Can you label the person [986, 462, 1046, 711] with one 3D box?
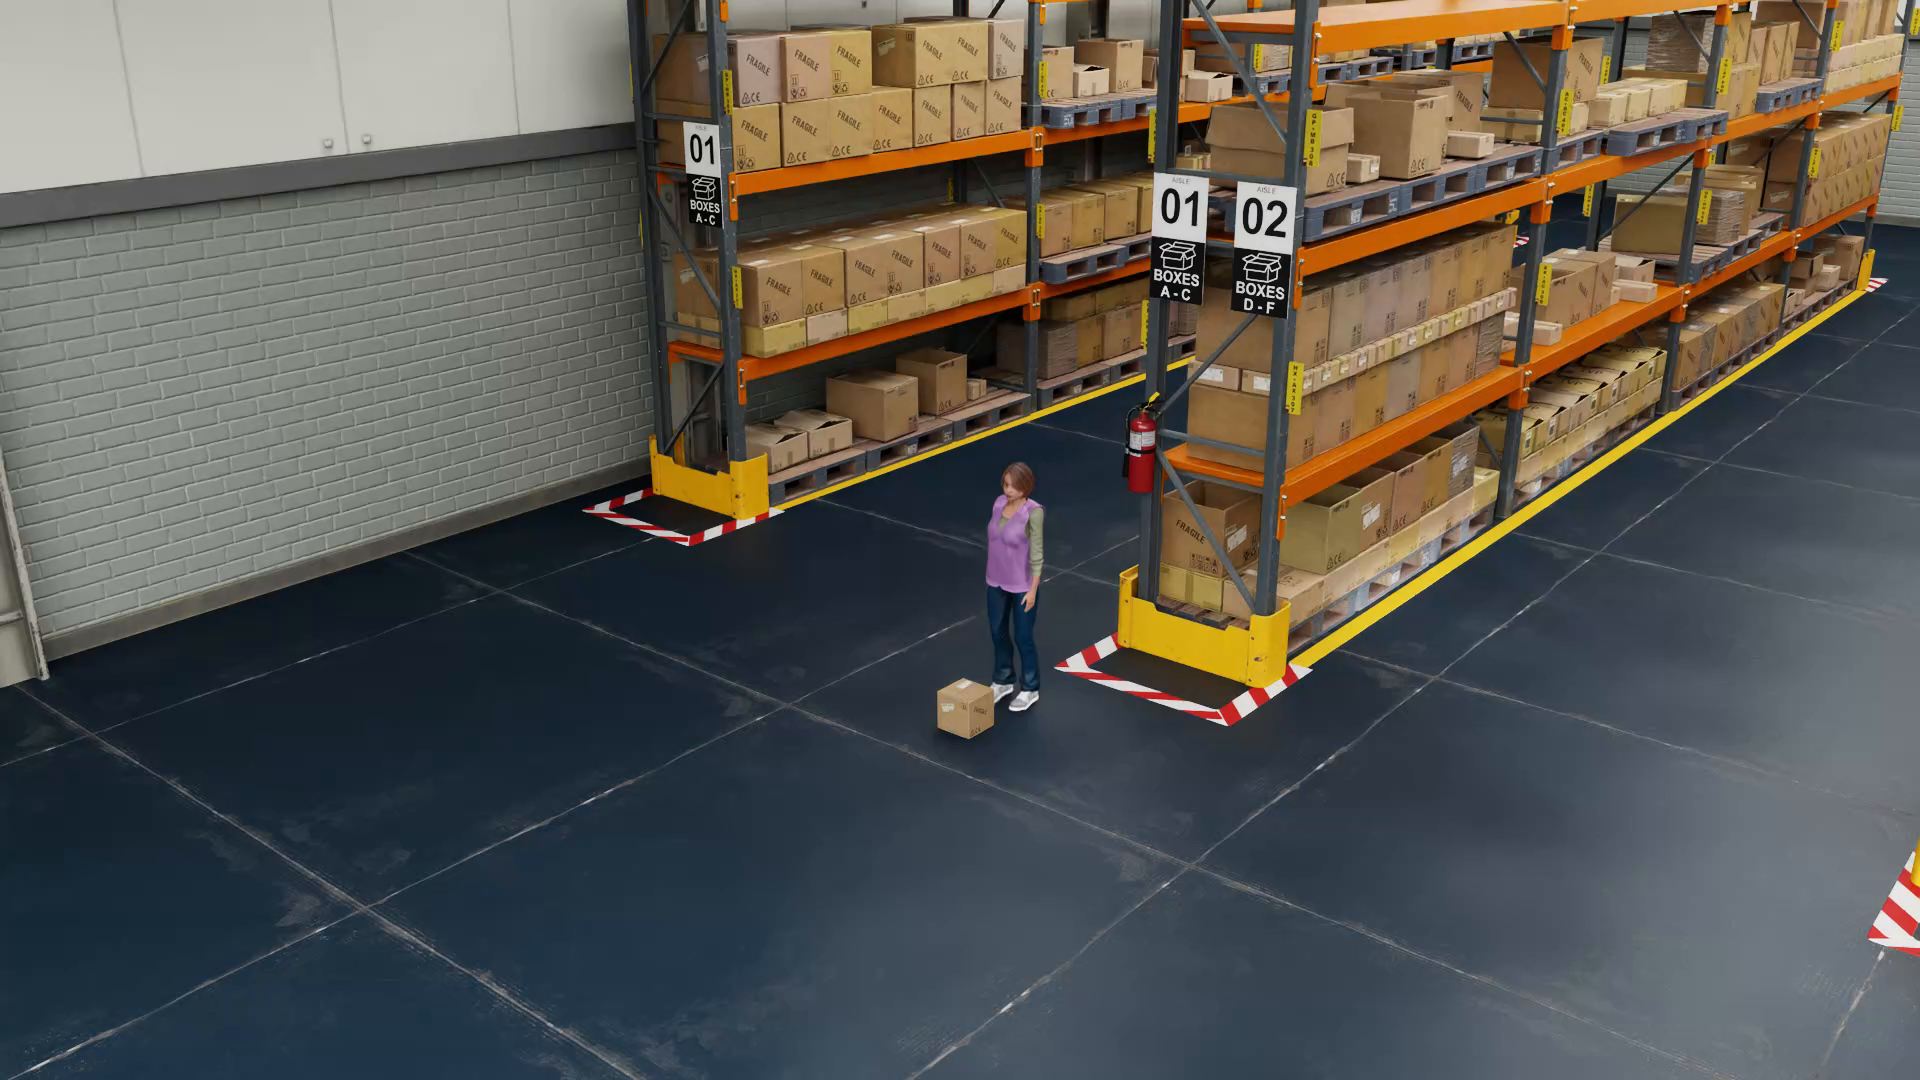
[{"bbox_3d":[0.343,0.285,10.333,0.405,1.601,0.311,17,26,37],"label":"person"}]
